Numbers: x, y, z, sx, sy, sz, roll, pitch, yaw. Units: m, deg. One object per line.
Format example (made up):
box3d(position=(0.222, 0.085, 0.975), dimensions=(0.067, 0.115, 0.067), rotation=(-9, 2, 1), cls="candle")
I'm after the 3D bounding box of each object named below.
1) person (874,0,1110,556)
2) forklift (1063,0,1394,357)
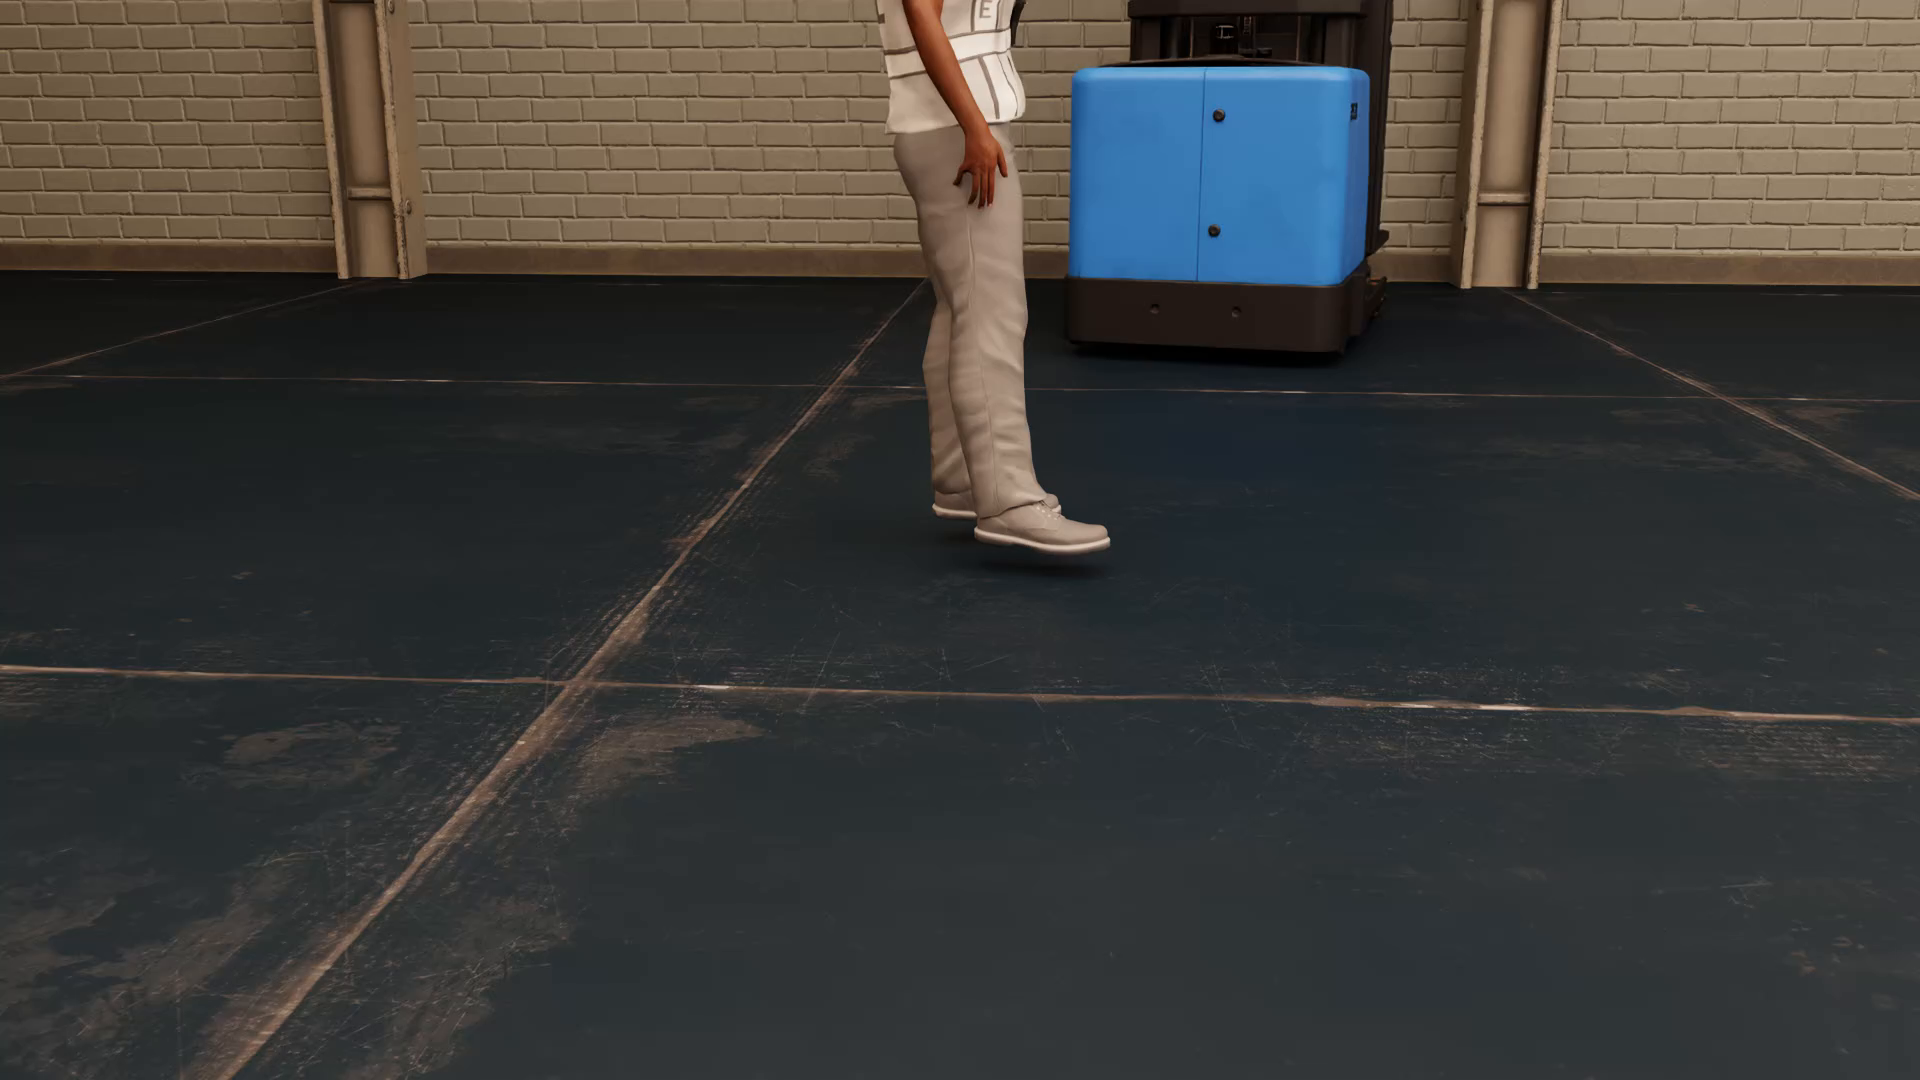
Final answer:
box3d(position=(0.073, -0.857, 3.555), dimensions=(0.528, 1.697, 0.570), rotation=(1, 15, 4), cls="person")
box3d(position=(1.342, -2.440, 7.205), dimensions=(1.130, 2.935, 3.031), rotation=(5, 16, 18), cls="forklift")
